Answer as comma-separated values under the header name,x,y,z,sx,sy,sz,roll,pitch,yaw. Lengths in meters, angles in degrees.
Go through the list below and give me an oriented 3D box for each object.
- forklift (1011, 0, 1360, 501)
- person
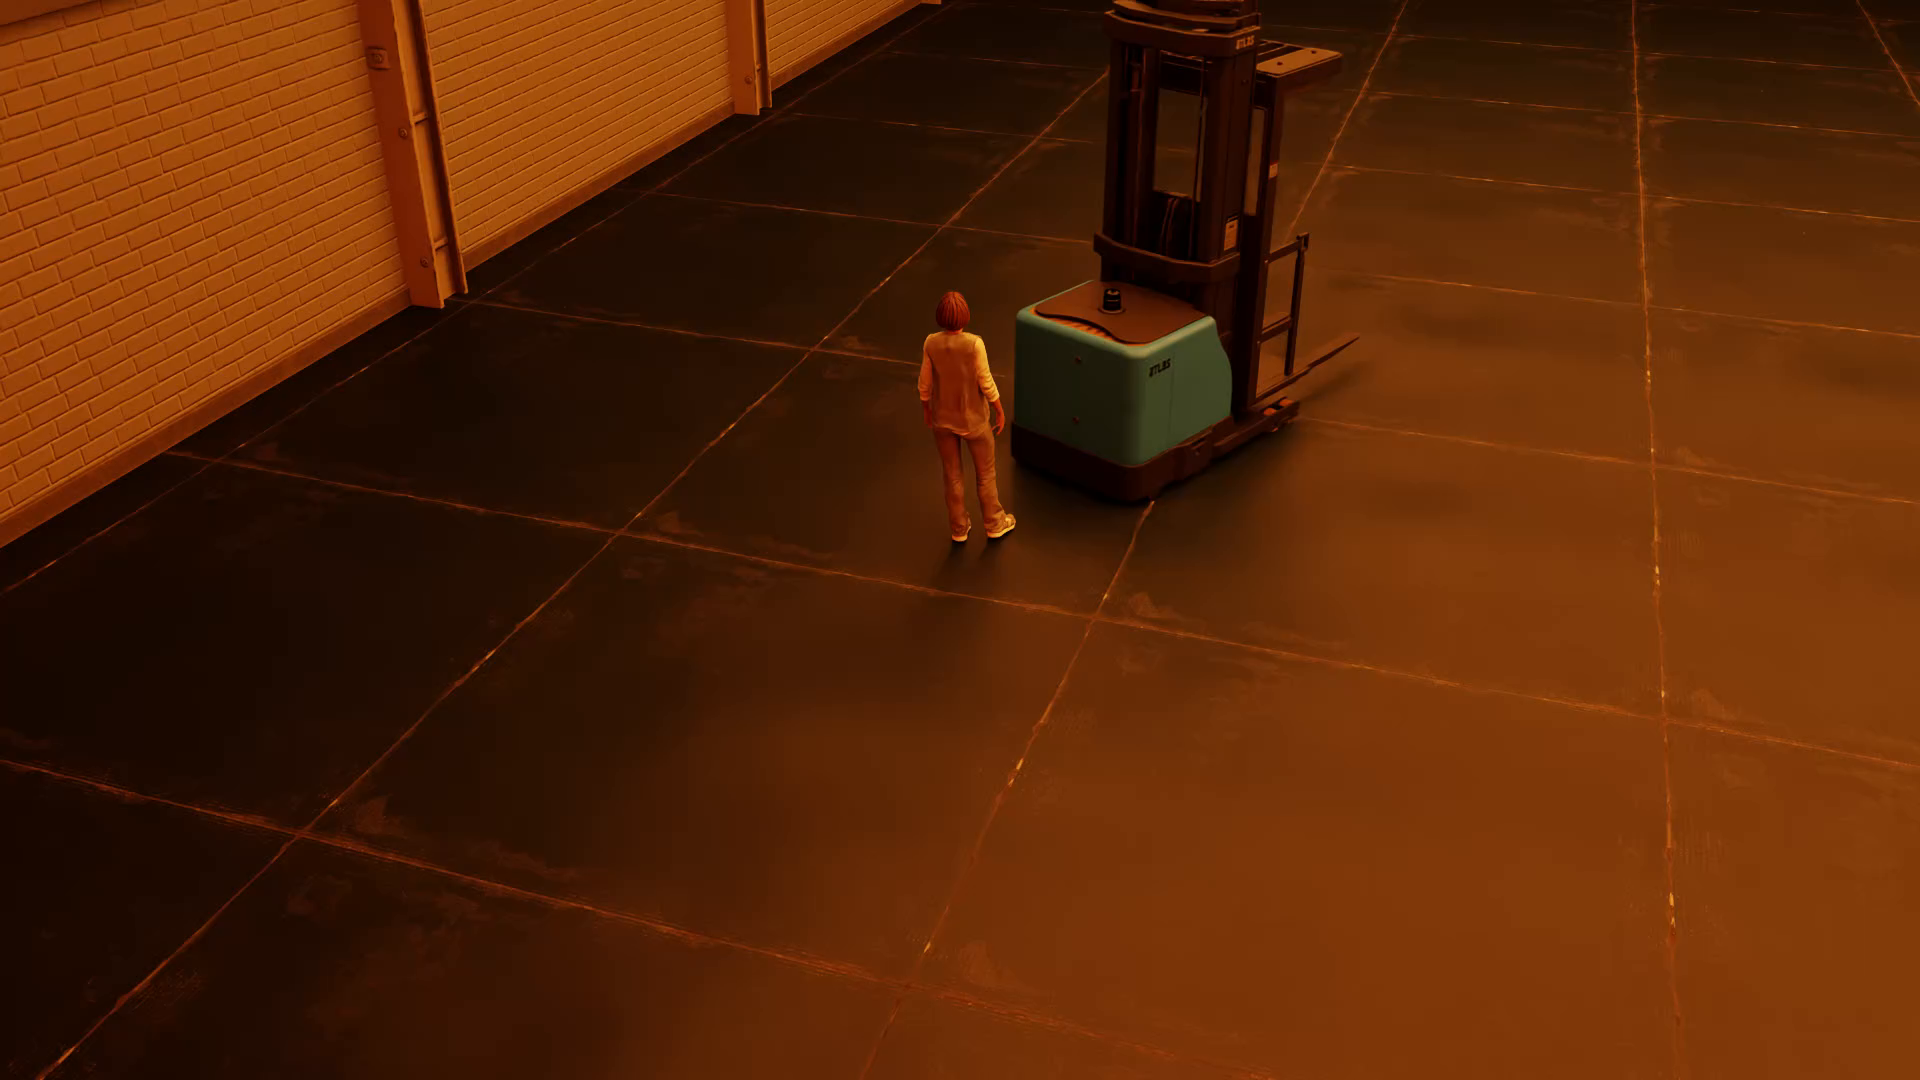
name,x,y,z,sx,sy,sz,roll,pitch,yaw
forklift,1.698,-2.160,10.925,1.130,2.935,3.031,24,38,36
person,0.038,-0.733,9.754,0.520,1.599,0.473,10,31,16
